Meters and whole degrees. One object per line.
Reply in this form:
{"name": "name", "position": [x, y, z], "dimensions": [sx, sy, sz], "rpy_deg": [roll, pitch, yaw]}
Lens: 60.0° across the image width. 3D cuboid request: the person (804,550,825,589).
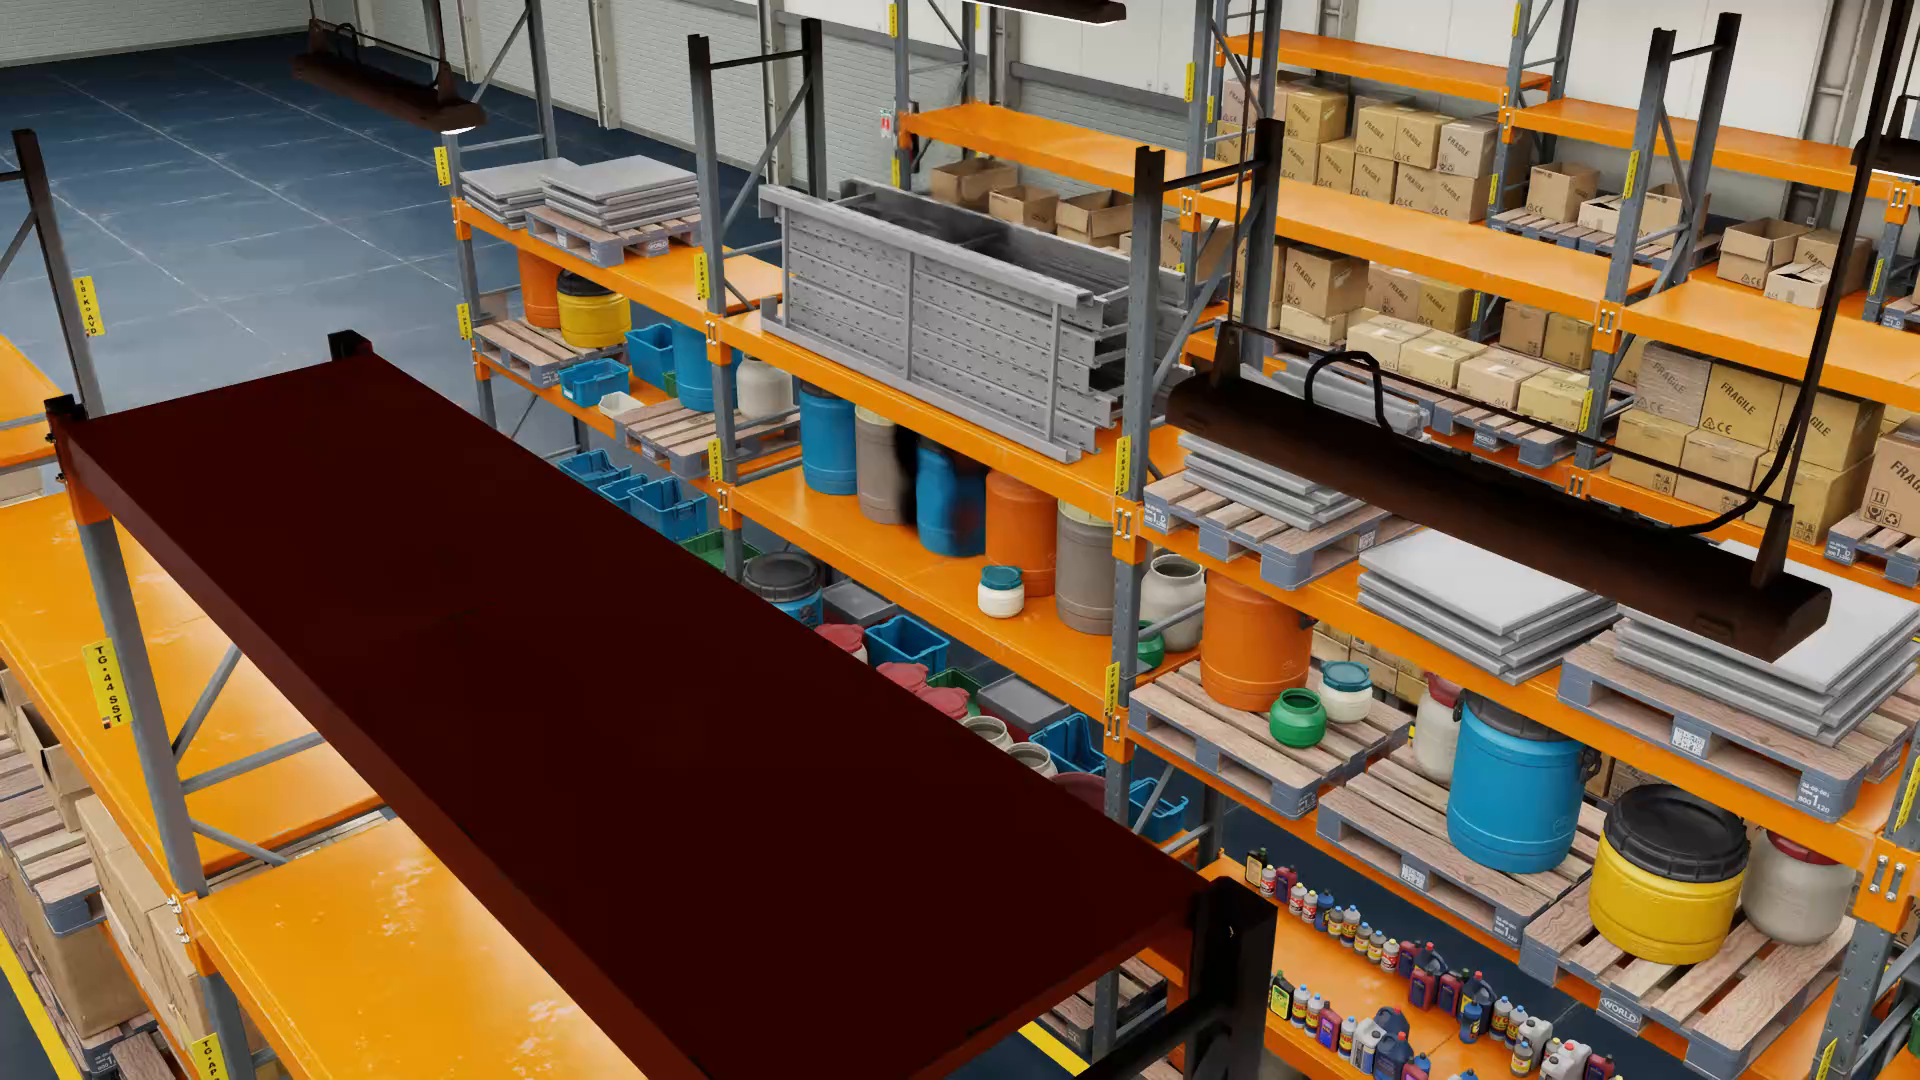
{"name": "person", "position": [-1.259, 0.083, 15.463], "dimensions": [0.969, 1.707, 0.656], "rpy_deg": [19, 33, 33]}
